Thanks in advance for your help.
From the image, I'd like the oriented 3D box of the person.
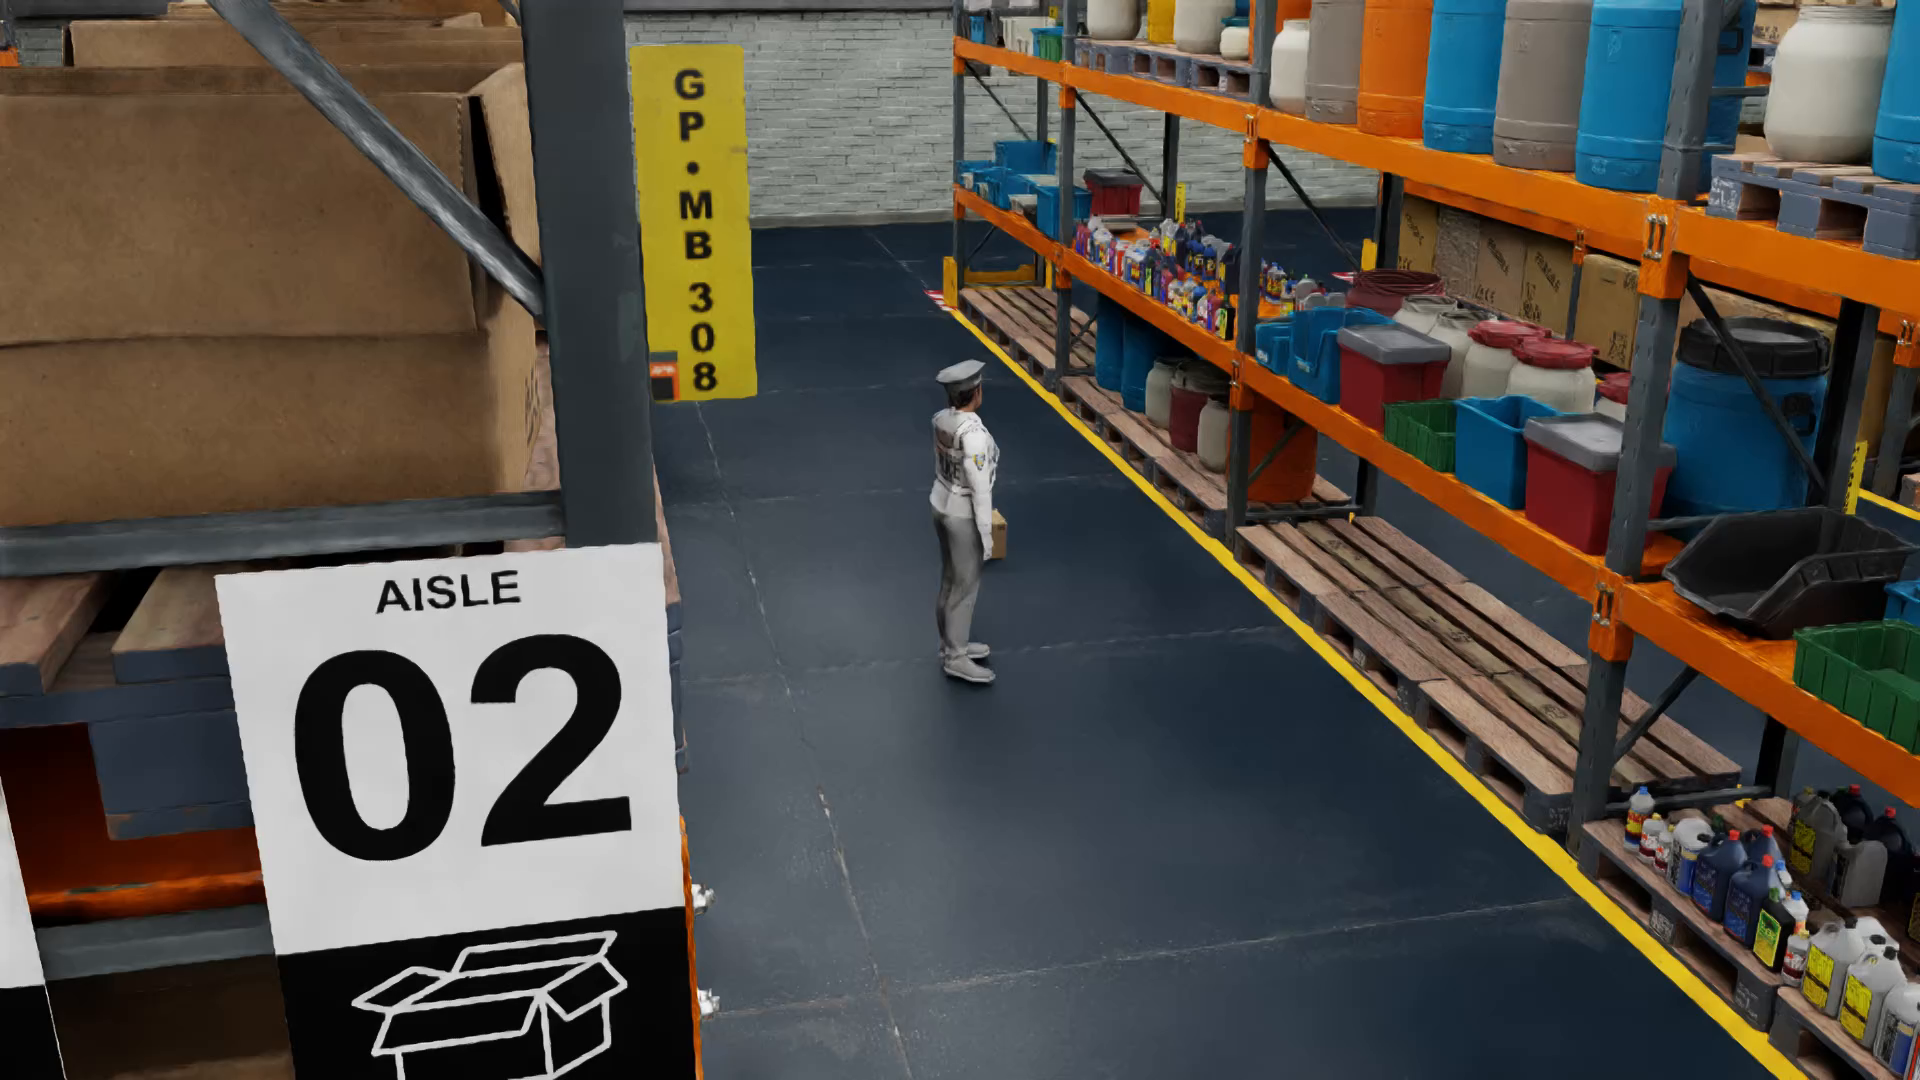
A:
[{"bbox_3d":[0.031,-0.113,8.796,0.344,1.686,0.545,-8,21,-21],"label":"person"}]
